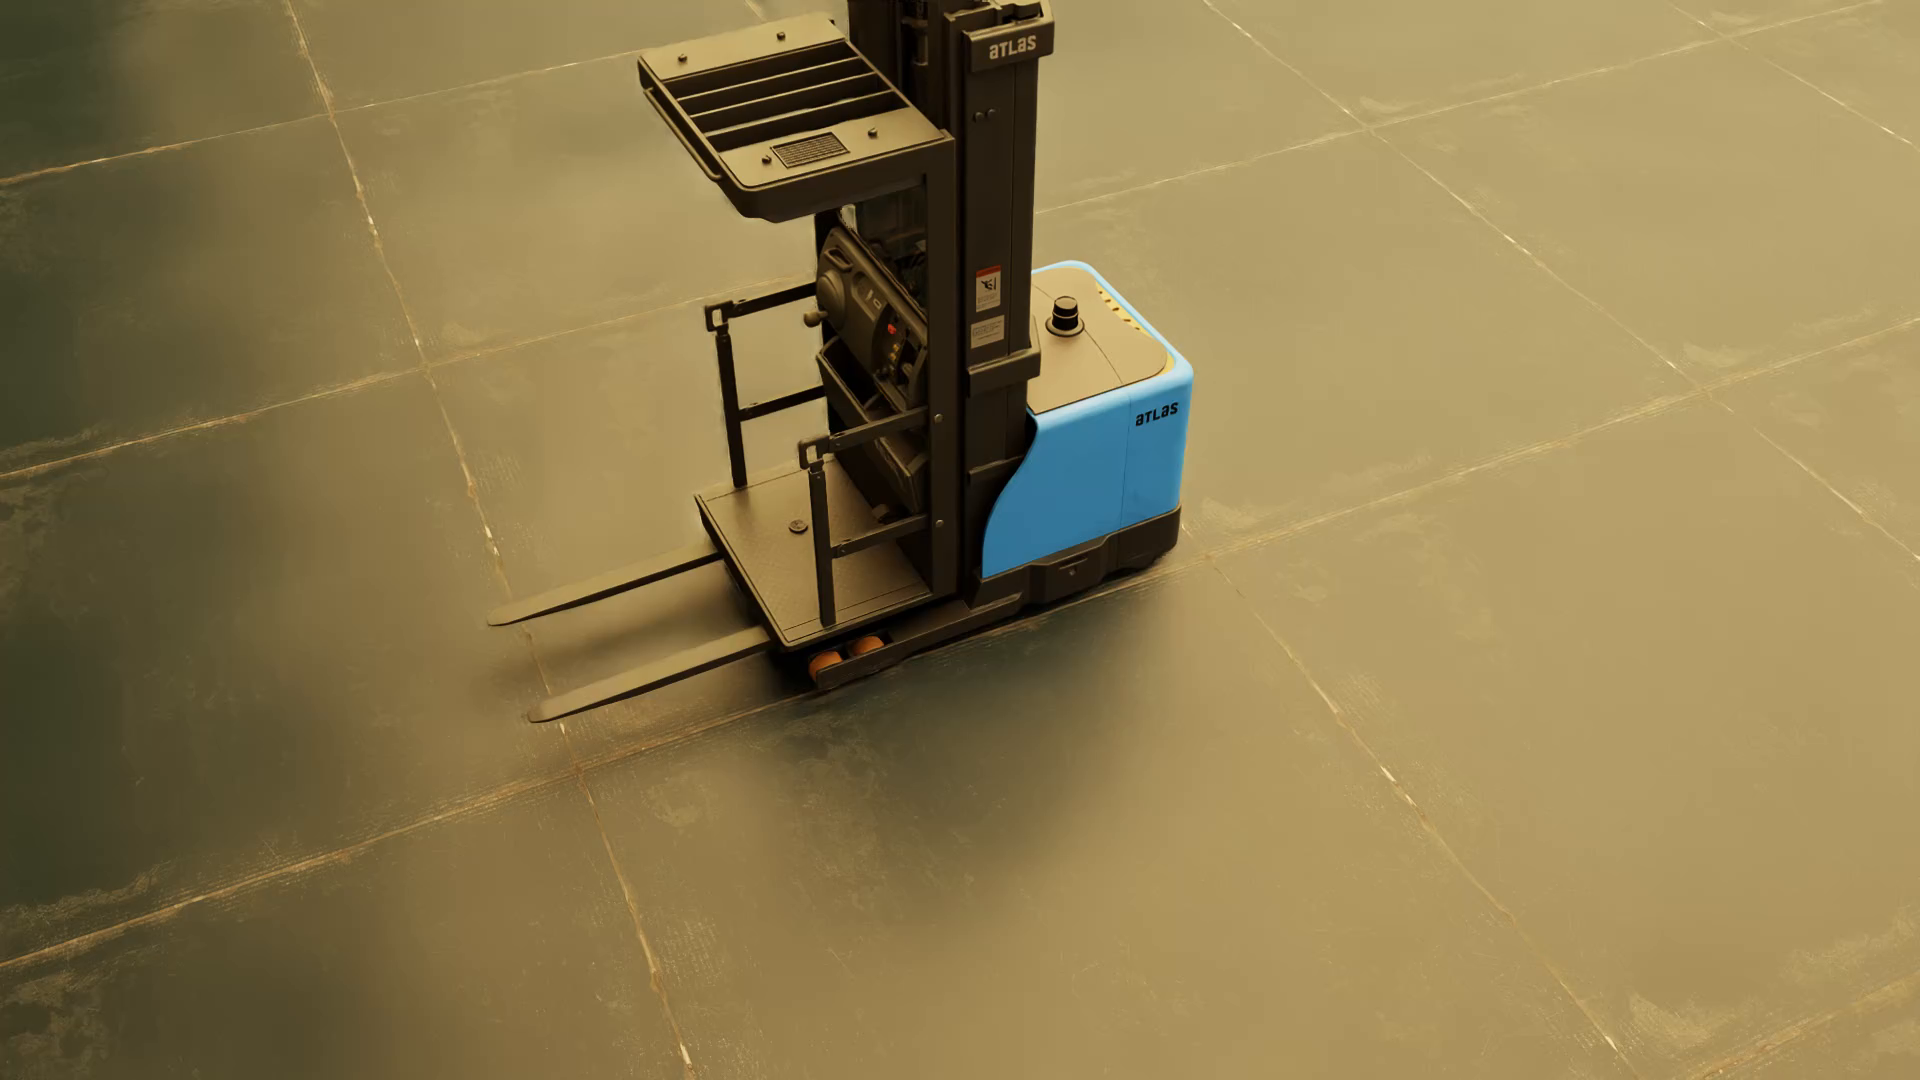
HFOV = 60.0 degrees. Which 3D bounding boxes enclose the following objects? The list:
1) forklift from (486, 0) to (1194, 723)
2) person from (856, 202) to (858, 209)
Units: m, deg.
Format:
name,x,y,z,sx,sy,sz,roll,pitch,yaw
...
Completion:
name,x,y,z,sx,sy,sz,roll,pitch,yaw
forklift,-0.539,-0.845,6.585,3.031,2.935,1.130,-19,46,-19
person,-0.332,-2.081,8.975,0.695,1.502,0.527,-21,47,-21
